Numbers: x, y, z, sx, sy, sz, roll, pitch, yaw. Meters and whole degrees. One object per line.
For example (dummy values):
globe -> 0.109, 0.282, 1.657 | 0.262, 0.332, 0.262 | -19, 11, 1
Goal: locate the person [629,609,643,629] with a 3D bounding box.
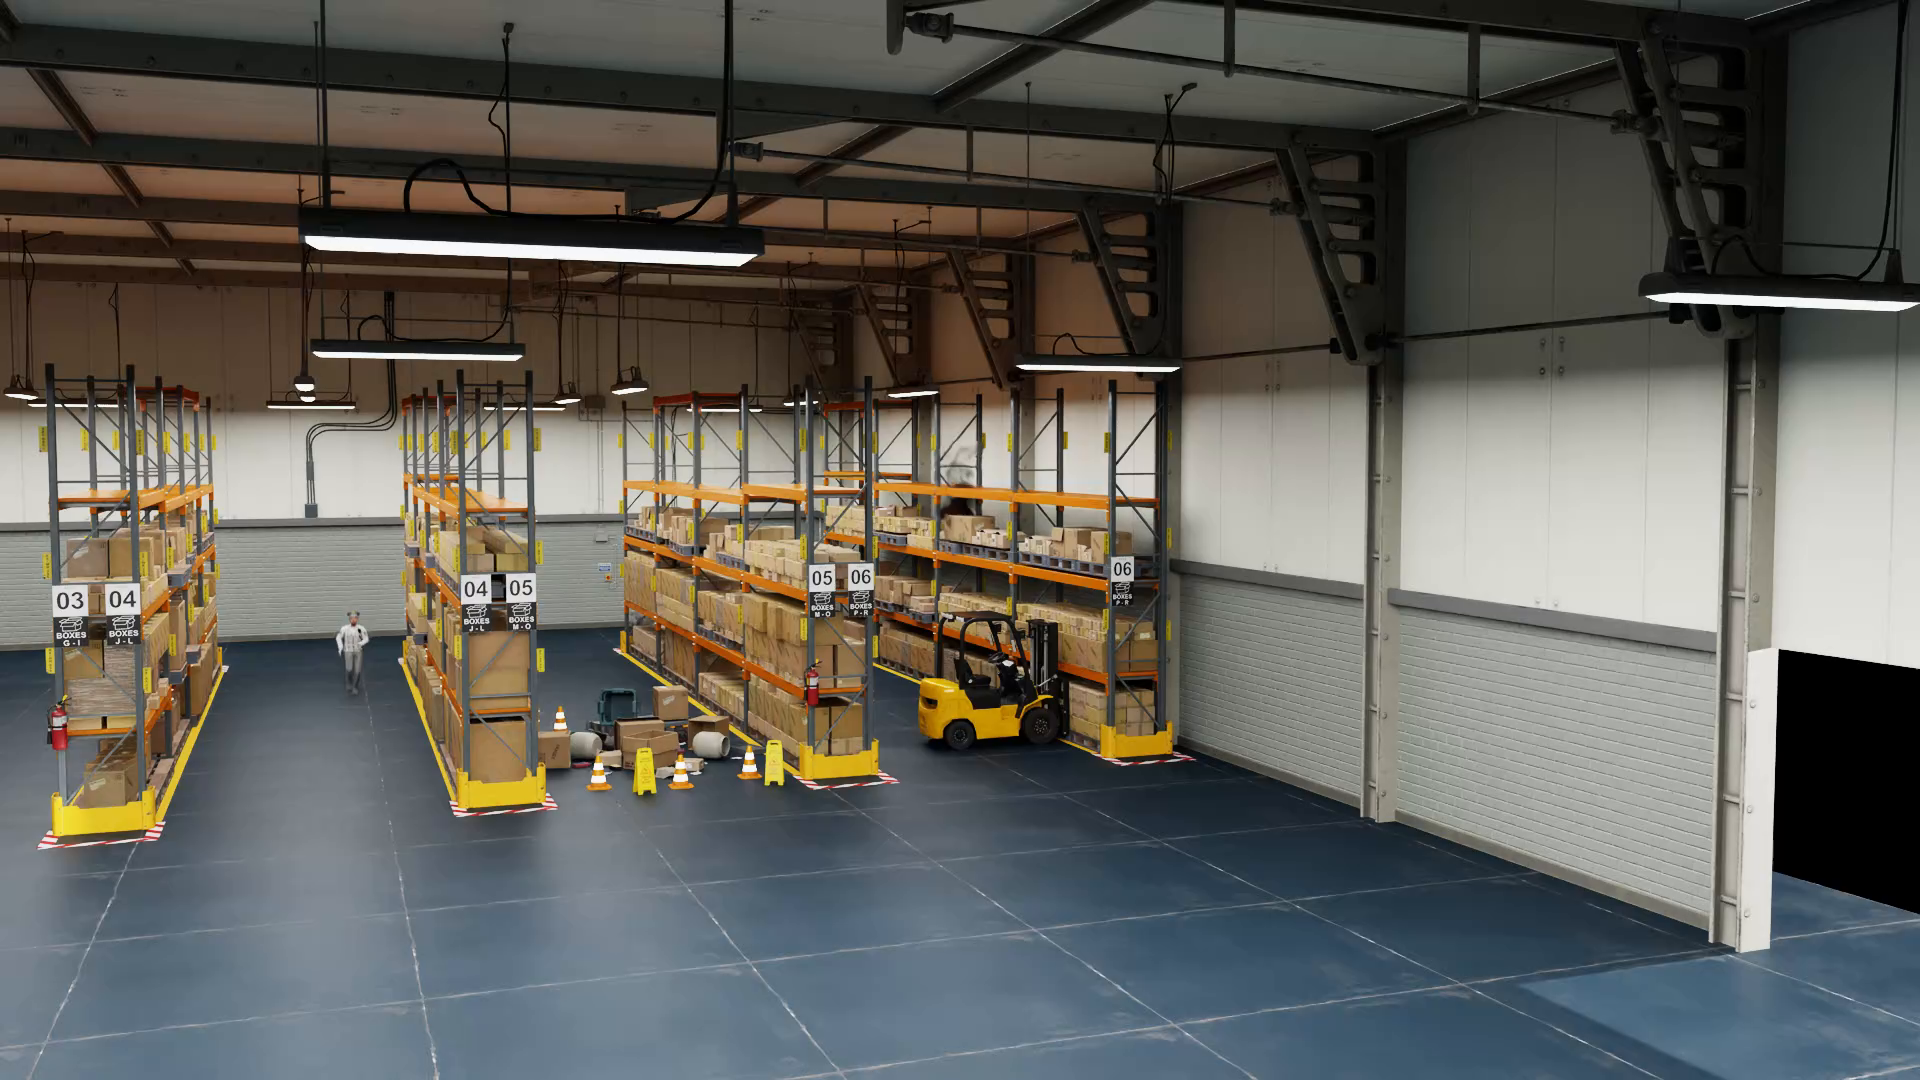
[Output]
person -> -7.986, 1.833, 41.086 | 0.503, 1.538, 0.587 | -1, 3, -10

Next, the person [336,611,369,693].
person -> -12.055, 2.236, 33.041 | 0.600, 1.660, 0.576 | -1, 4, -23
